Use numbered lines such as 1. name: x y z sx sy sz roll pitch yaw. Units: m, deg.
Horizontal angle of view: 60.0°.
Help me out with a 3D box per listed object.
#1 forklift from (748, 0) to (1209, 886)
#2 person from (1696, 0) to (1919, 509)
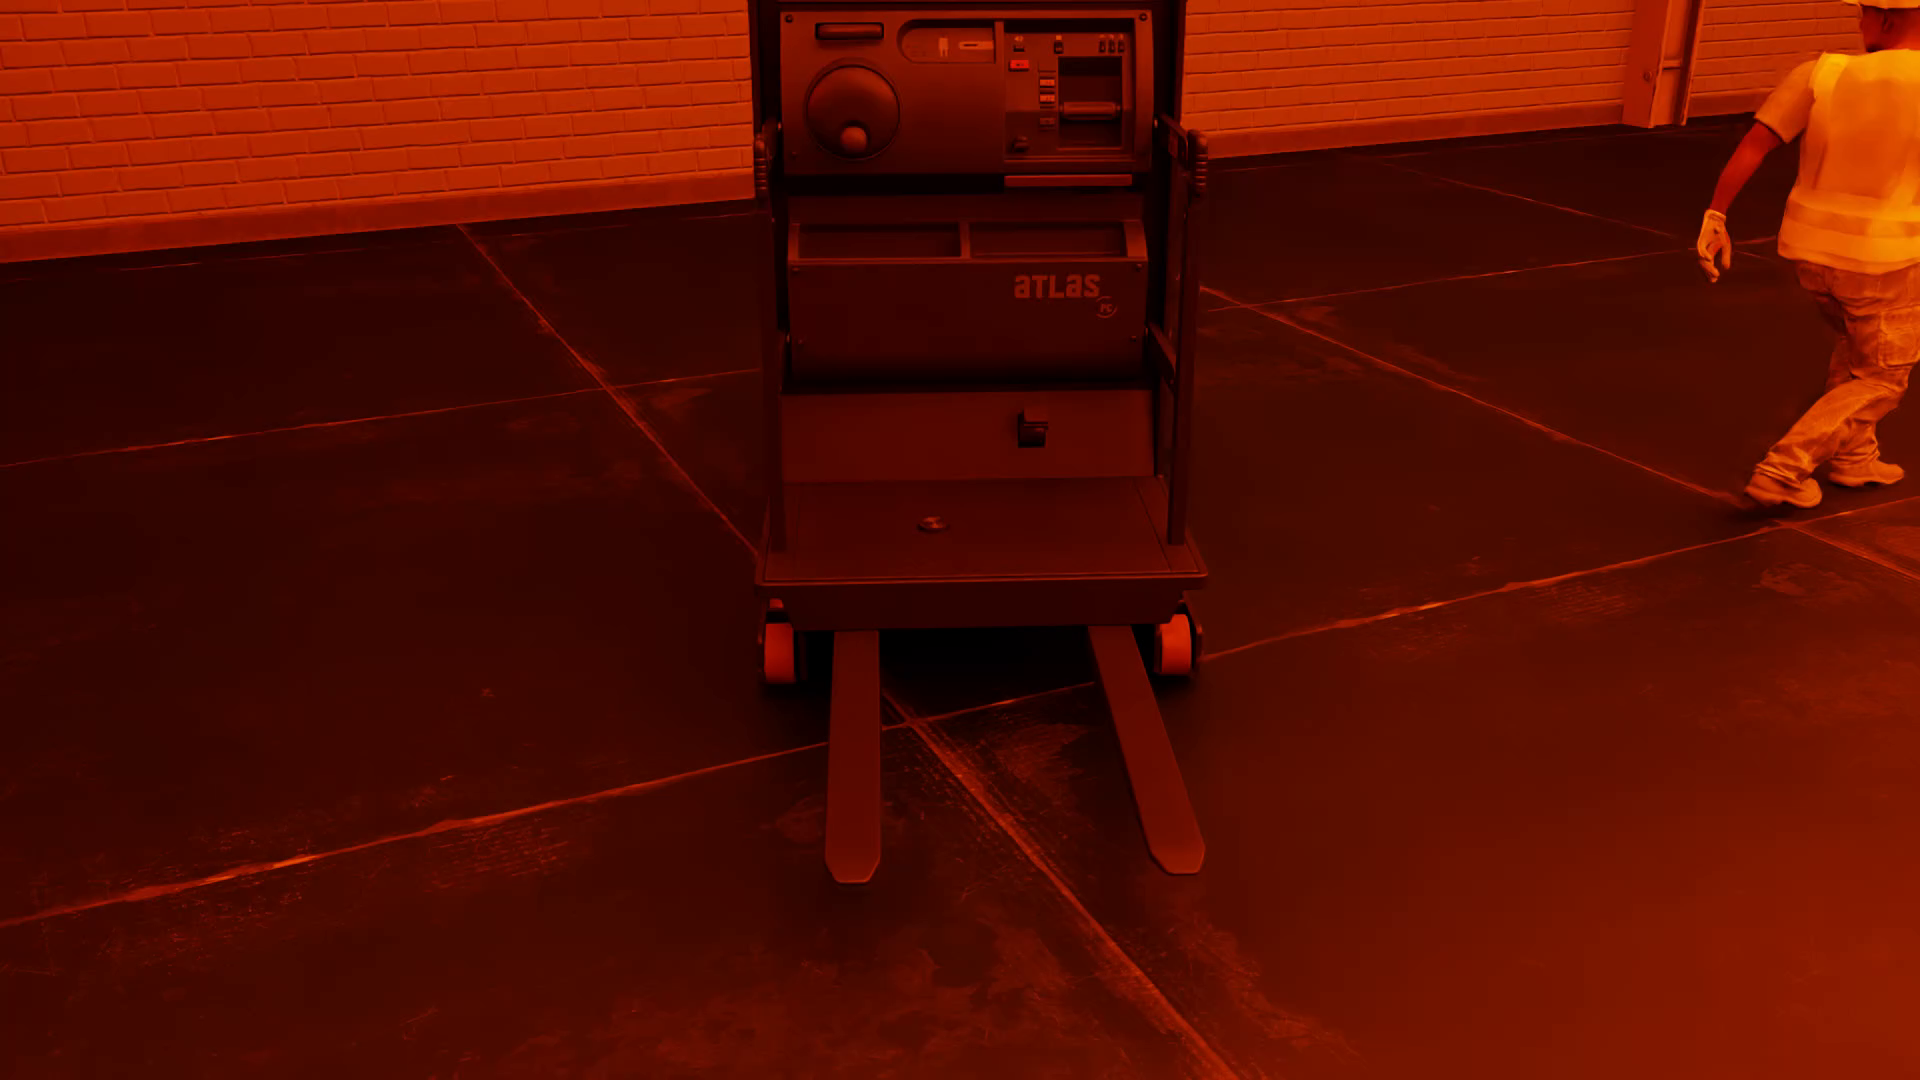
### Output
1. forklift: 0.032 -1.110 3.959 1.130 2.935 3.031 -1 23 -3
2. person: 2.771 -0.914 5.143 0.939 1.695 0.583 -15 27 -32
